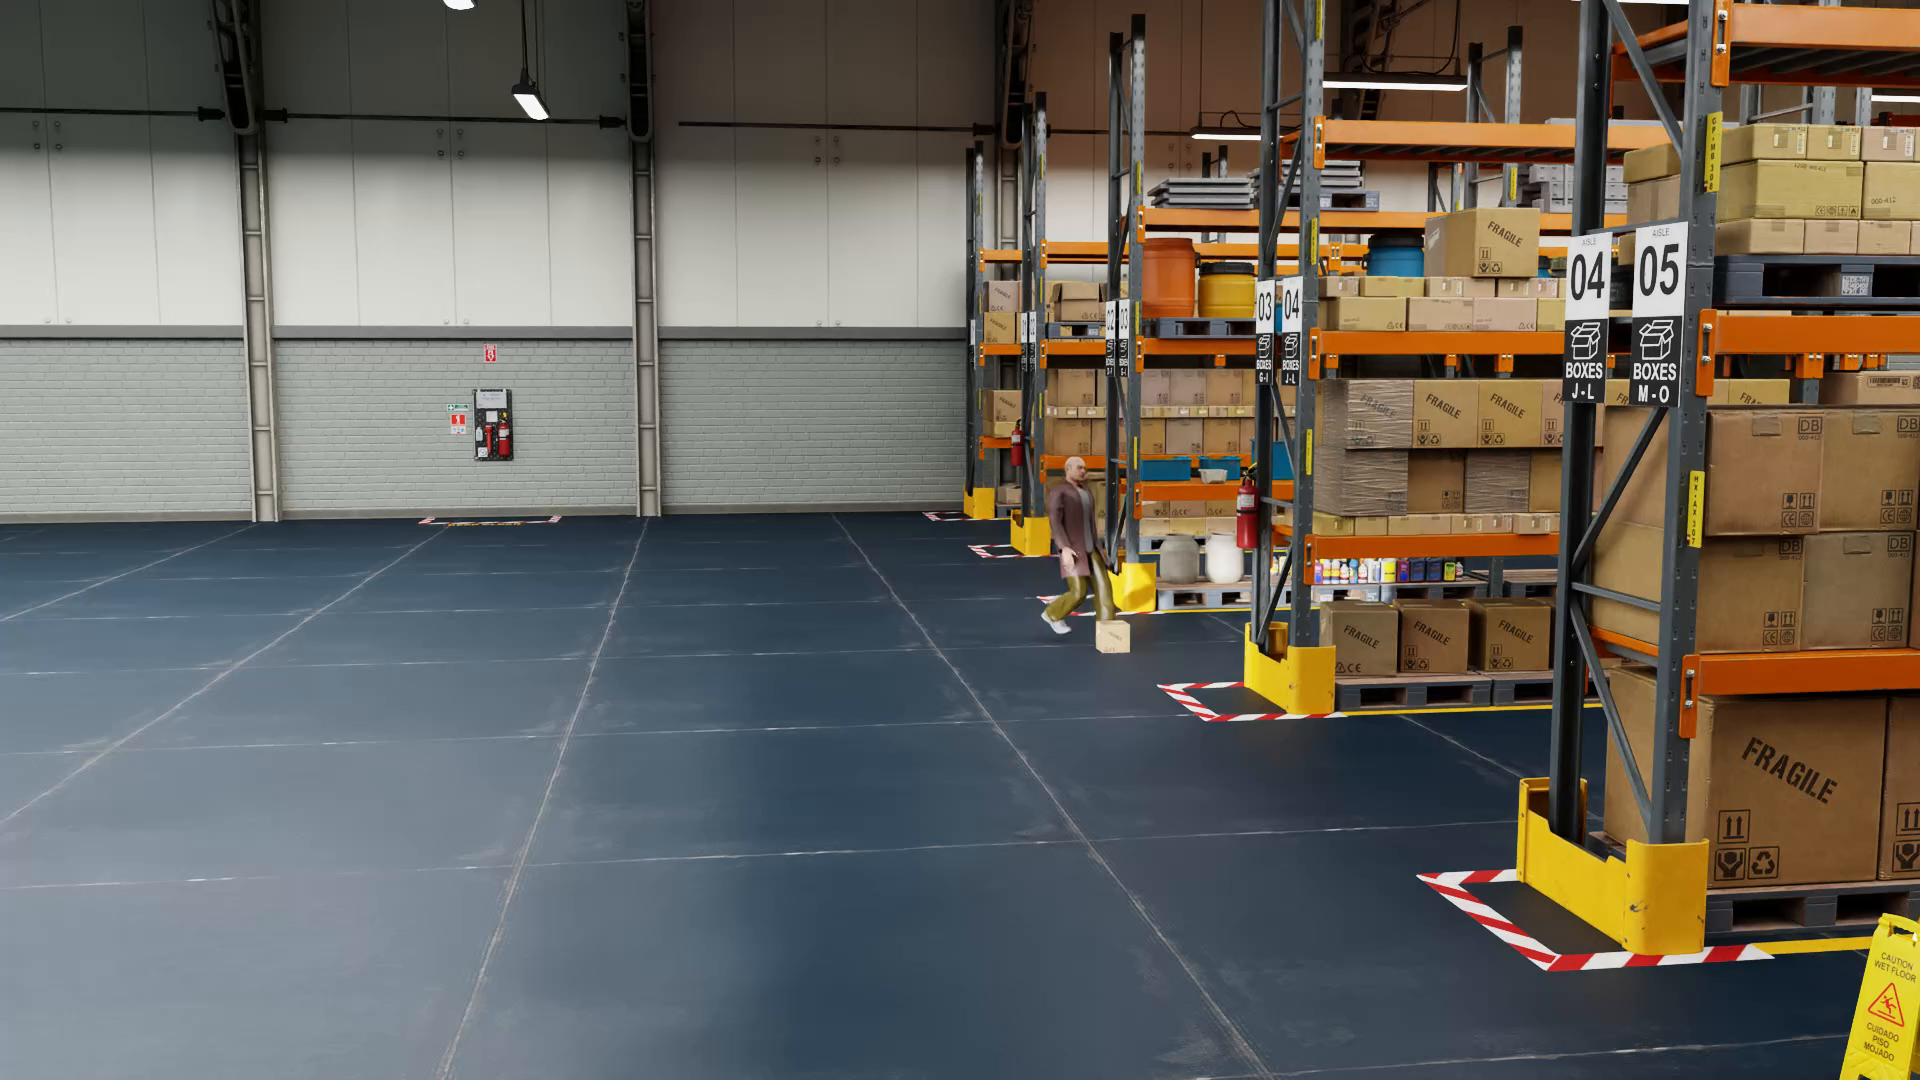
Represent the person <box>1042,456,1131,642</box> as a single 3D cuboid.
[{"bbox_3d":[1.161,0.101,15.173,0.647,1.705,0.987,-6,8,-41],"label":"person"}]
